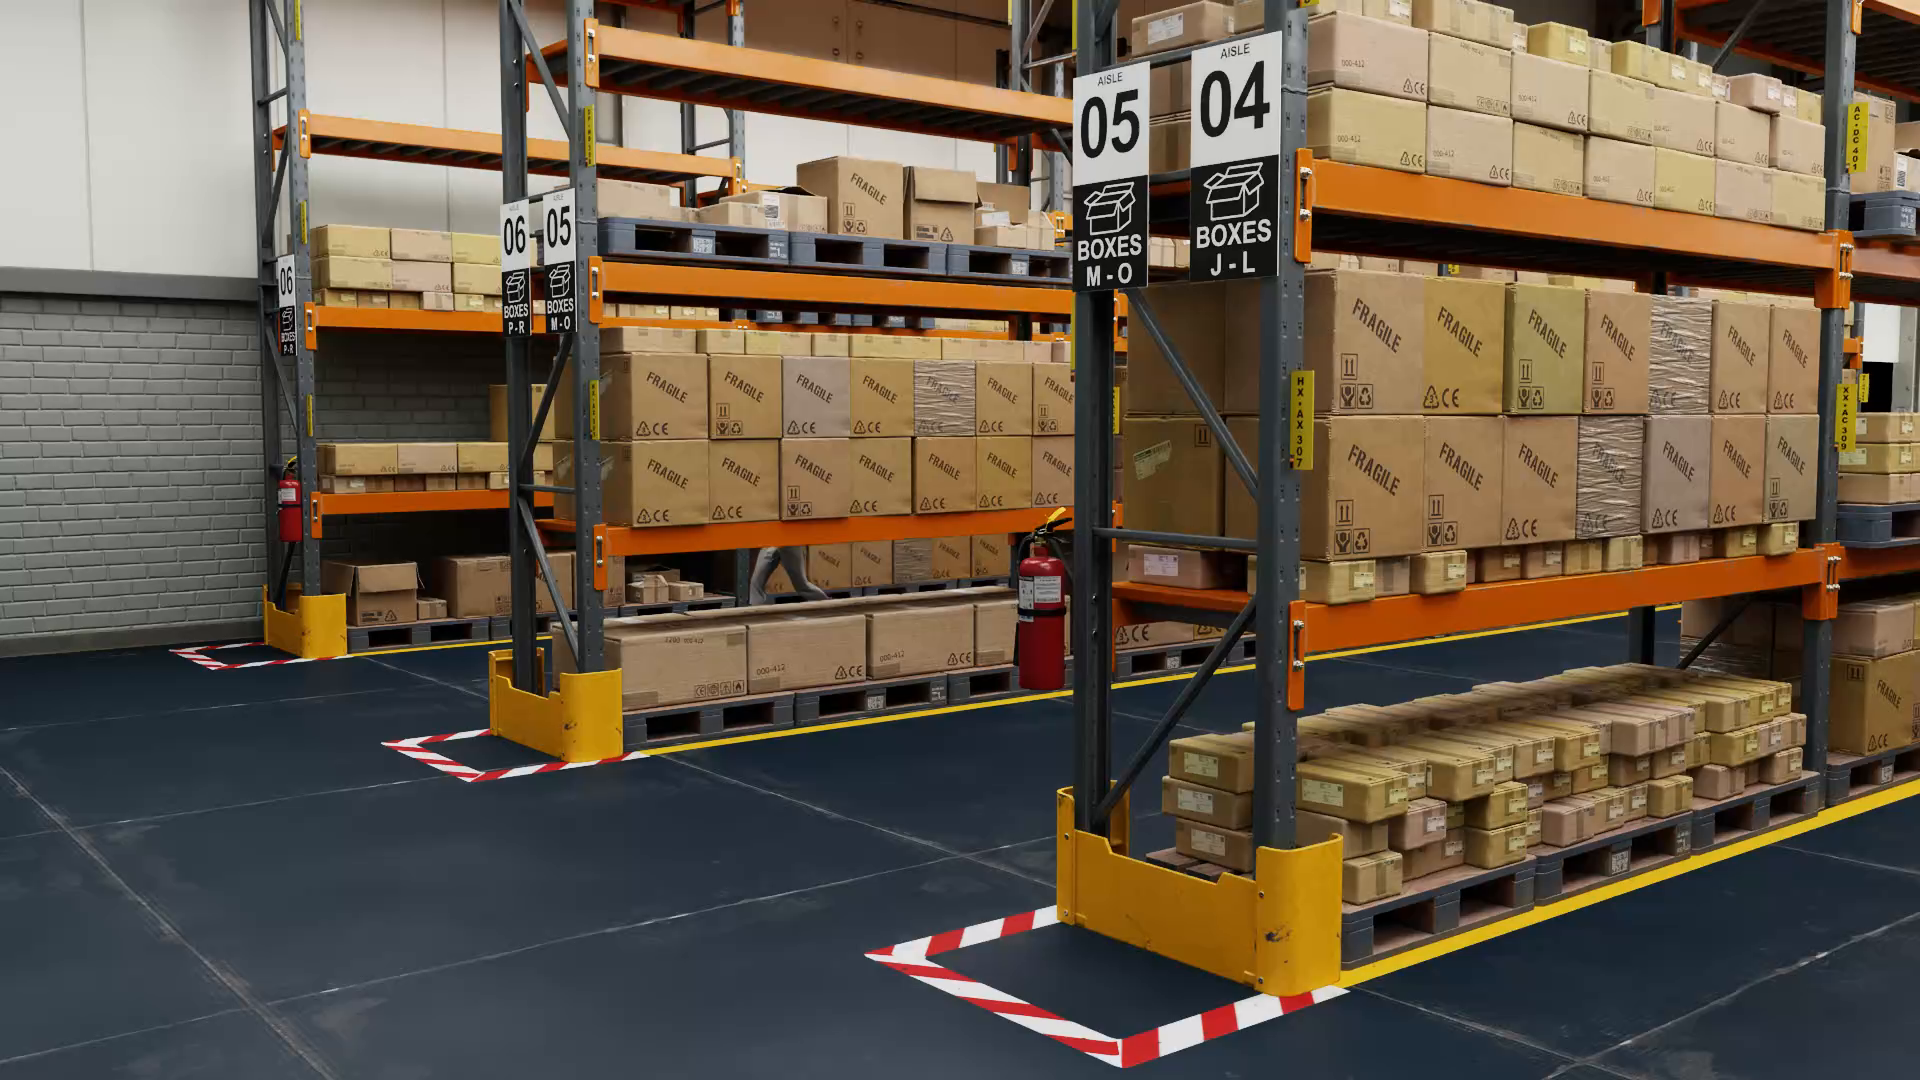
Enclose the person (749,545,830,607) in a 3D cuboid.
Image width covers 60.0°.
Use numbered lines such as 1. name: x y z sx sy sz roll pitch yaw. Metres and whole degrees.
1. person: -1.514 0.012 14.338 1.009 1.639 0.481 -2 5 -26
